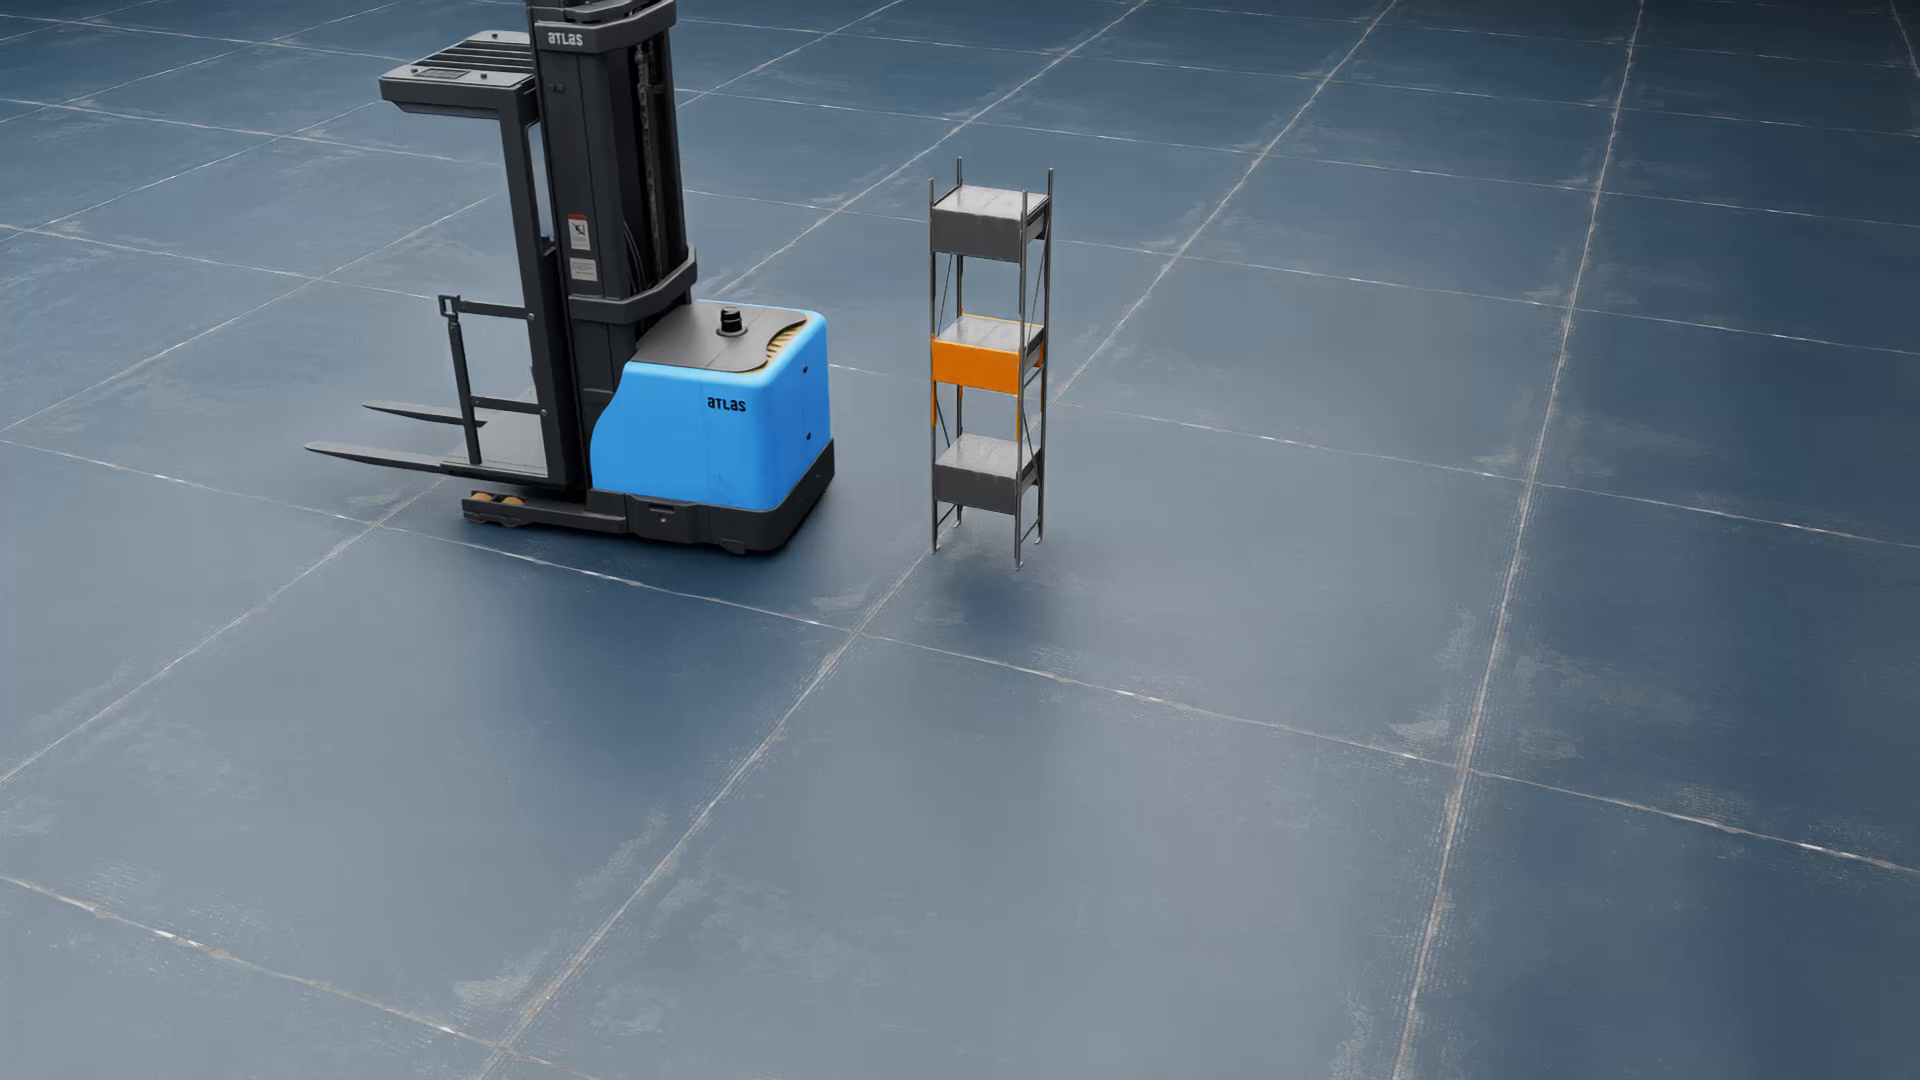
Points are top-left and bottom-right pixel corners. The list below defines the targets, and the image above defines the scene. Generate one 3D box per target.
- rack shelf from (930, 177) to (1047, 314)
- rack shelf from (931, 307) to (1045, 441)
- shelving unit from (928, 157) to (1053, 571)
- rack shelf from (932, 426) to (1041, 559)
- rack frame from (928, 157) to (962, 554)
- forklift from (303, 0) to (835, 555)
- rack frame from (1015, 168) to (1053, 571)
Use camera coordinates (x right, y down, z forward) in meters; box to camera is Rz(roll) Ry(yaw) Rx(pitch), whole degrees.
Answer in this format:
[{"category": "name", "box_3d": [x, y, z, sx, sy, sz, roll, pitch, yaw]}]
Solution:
[{"category": "rack shelf", "box_3d": [0.153, -1.481, 8.341, 0.480, 0.518, 0.431, 11, 31, 19]}, {"category": "rack shelf", "box_3d": [0.153, -0.872, 8.686, 0.480, 0.518, 0.431, 11, 31, 19]}, {"category": "shelving unit", "box_3d": [0.153, -0.883, 8.679, 0.503, 2.100, 0.431, 11, 31, 19]}, {"category": "rack shelf", "box_3d": [0.153, -0.262, 9.030, 0.480, 0.518, 0.431, 11, 31, 19]}, {"category": "rack frame", "box_3d": [-0.073, -0.929, 8.759, 0.015, 2.100, 0.400, 11, 31, 19]}, {"category": "forklift", "box_3d": [-2.311, -1.589, 9.082, 3.031, 2.935, 1.130, 8, 30, 13]}, {"category": "rack frame", "box_3d": [0.379, -0.838, 8.599, 0.015, 2.100, 0.400, 11, 31, 19]}]
